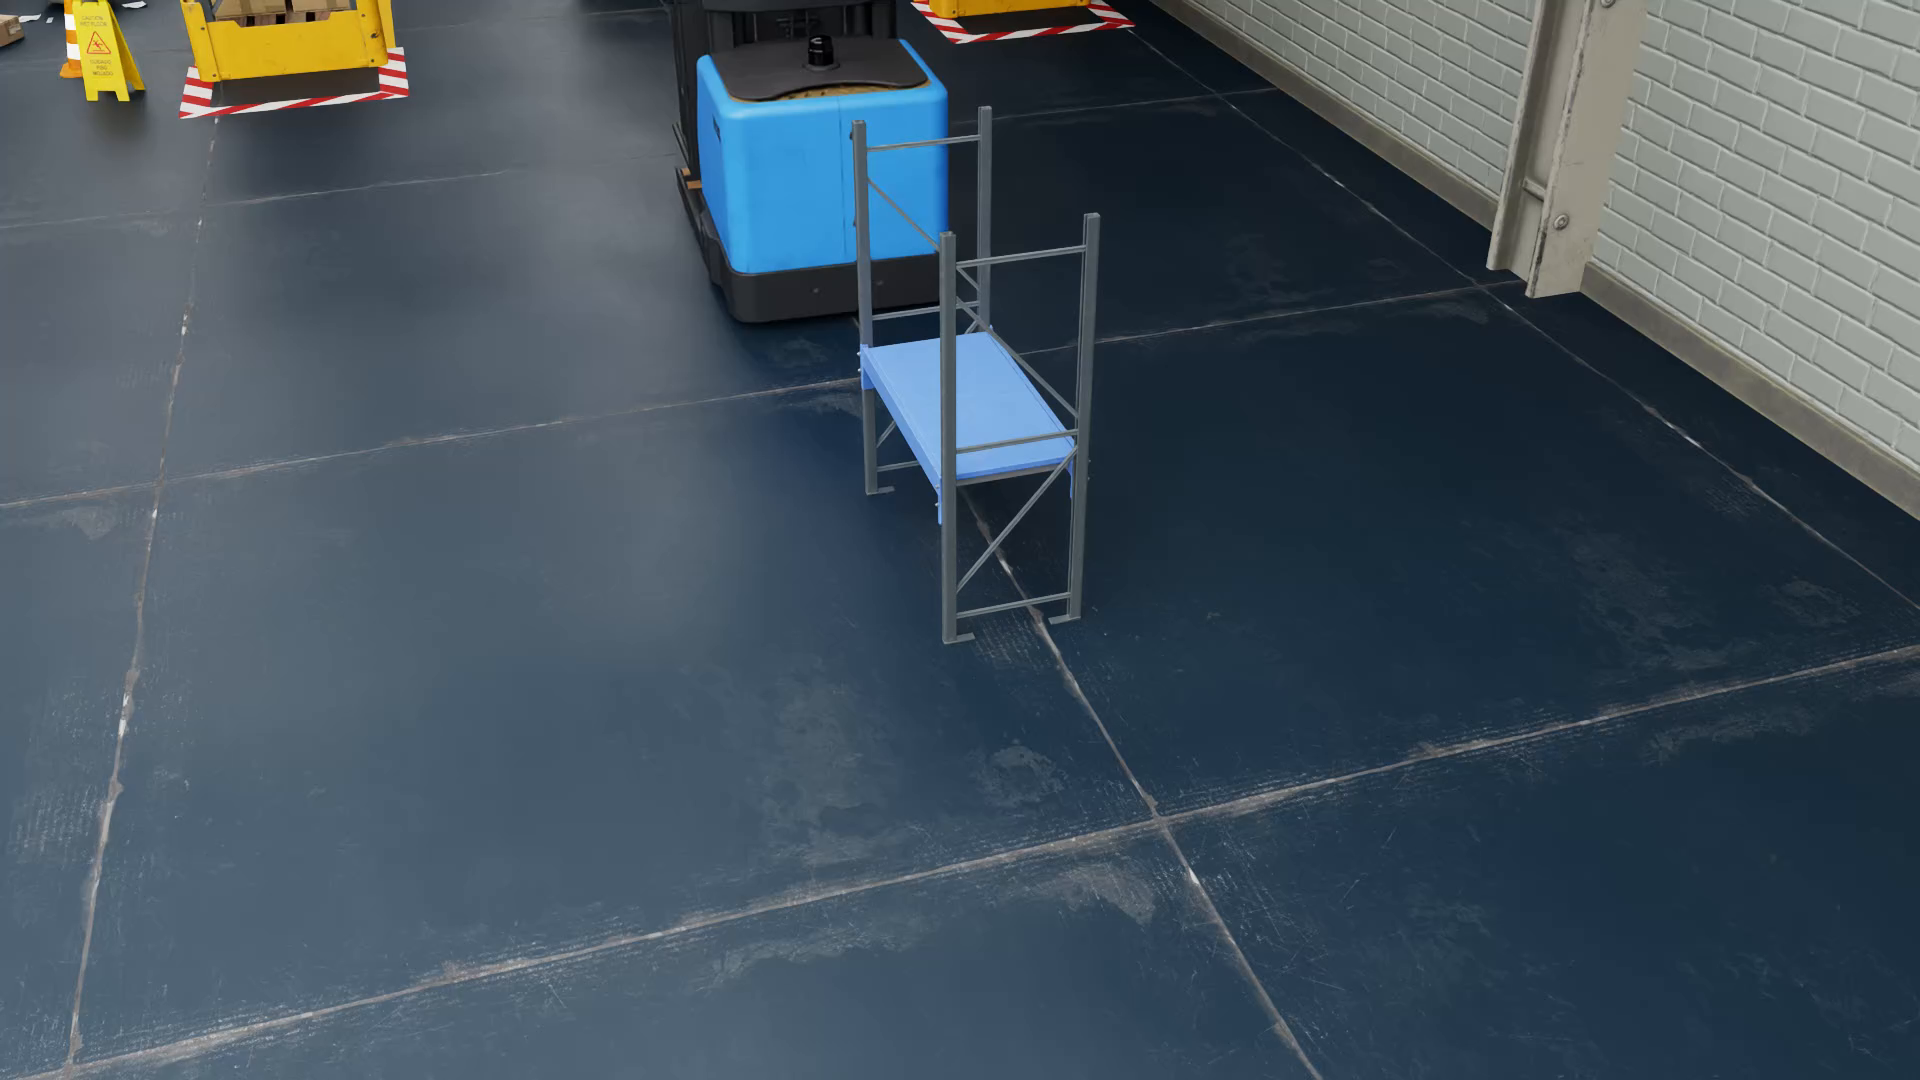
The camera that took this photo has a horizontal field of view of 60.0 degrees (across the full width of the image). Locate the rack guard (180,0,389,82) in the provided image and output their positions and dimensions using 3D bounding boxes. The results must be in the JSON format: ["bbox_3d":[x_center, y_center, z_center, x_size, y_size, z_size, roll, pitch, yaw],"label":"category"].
[{"bbox_3d":[-4.389,-3.339,10.849,1.175,0.500,0.348,-10,35,-15],"label":"rack guard"}]

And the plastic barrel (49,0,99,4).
[{"bbox_3d":[-6.437,-4.097,12.066,0.512,0.421,0.421,13,36,18],"label":"plastic barrel"}]

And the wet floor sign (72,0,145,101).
[{"bbox_3d":[-5.326,-3.080,10.326,0.267,0.644,0.232,1,33,2],"label":"wet floor sign"}]

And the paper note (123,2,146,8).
[{"bbox_3d":[-6.029,-3.915,12.148,0.142,0.019,0.148,-23,40,-31],"label":"paper note"}]

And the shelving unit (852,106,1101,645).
[{"bbox_3d":[0.026,-0.581,5.769,0.538,1.500,1.048,-10,35,-15],"label":"shelving unit"}]

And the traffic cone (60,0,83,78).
[{"bbox_3d":[-5.725,-3.292,10.813,0.336,0.463,0.334,-10,35,-15],"label":"traffic cone"}]

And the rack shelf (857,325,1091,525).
[{"bbox_3d":[0.026,-0.431,5.868,0.538,0.185,1.000,-10,35,-15],"label":"rack shelf"}]

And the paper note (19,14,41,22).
[{"bbox_3d":[-6.666,-3.731,11.879,0.148,0.019,0.142,1,33,2],"label":"paper note"}]

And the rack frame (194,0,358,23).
[{"bbox_3d":[-4.365,-4.342,10.100,1.000,3.000,0.127,-10,35,-15],"label":"rack frame"}]

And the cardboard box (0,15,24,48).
[{"bbox_3d":[-6.689,-3.501,11.413,0.380,0.149,0.250,7,34,10],"label":"cardboard box"}]

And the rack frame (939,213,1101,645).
[{"bbox_3d":[0.181,-0.314,5.365,0.500,1.500,0.032,-10,35,-15],"label":"rack frame"}]

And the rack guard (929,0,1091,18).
[{"bbox_3d":[0.368,-4.123,12.036,1.175,0.500,0.348,-10,35,-15],"label":"rack guard"}]

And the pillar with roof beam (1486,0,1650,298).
[{"bbox_3d":[-1.263,-4.324,4.632,9.100,9.000,0.400,-10,35,-15],"label":"pillar with roof beam"}]

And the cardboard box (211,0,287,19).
[{"bbox_3d":[-4.875,-3.762,11.335,0.500,0.250,0.500,-10,35,-15],"label":"cardboard box"}]

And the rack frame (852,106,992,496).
[{"bbox_3d":[-0.129,-0.848,6.173,0.500,1.500,0.032,-10,35,-15],"label":"rack frame"}]

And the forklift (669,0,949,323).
[{"bbox_3d":[-0.917,-3.026,8.171,1.130,2.935,3.031,-9,34,-13],"label":"forklift"}]

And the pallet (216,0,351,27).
[{"bbox_3d":[-4.603,-3.651,11.584,1.003,0.211,1.213,-10,35,-15],"label":"pallet"}]

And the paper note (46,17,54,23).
[{"bbox_3d":[-6.484,-3.705,11.847,0.032,0.001,0.123,-10,35,-15],"label":"paper note"}]

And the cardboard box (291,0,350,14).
[{"bbox_3d":[-4.348,-3.840,11.453,0.500,0.250,0.500,-10,35,-15],"label":"cardboard box"}]
